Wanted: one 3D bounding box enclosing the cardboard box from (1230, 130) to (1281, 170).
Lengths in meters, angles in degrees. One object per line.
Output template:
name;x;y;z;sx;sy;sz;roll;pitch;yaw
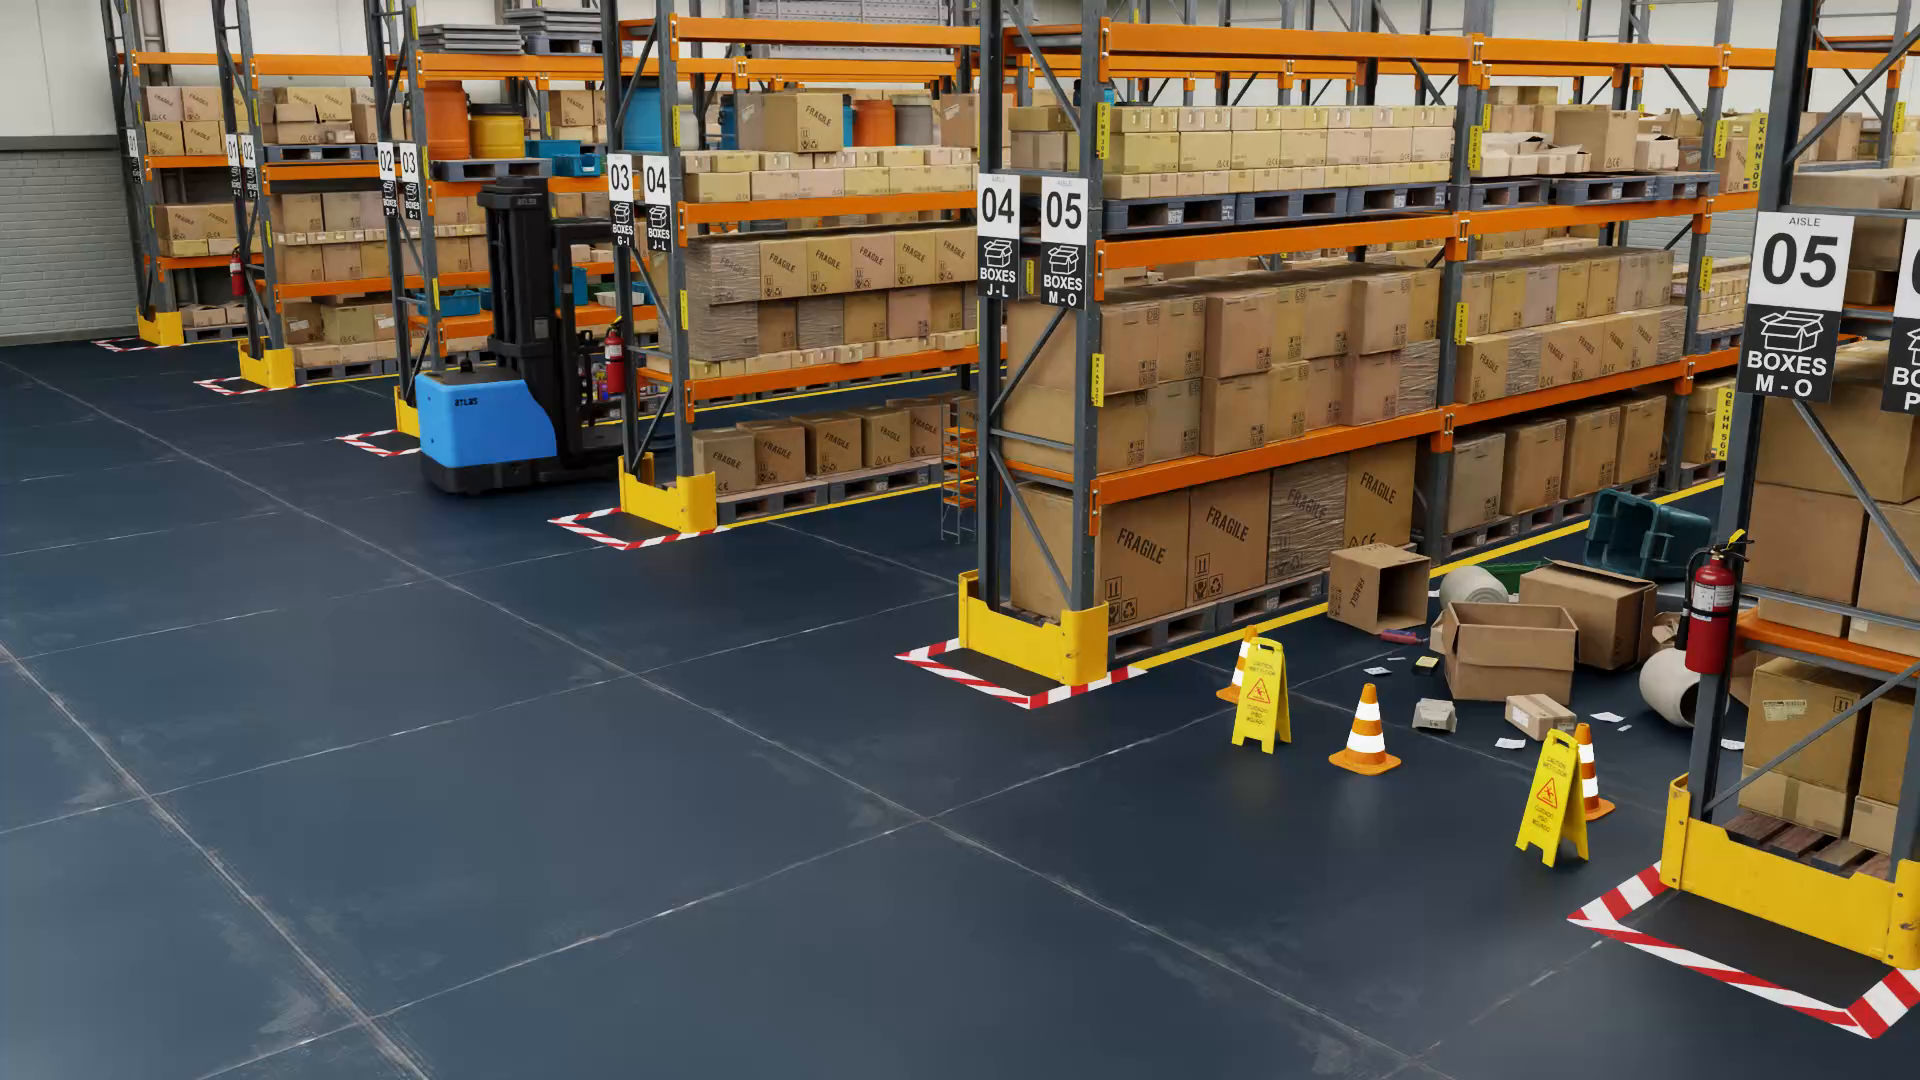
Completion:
cardboard box;1.791;-2.621;11.144;0.500;0.250;0.500;-13;20;-40

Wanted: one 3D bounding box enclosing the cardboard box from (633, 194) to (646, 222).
cardboard box;-5.869;-6.111;30.506;0.500;0.500;0.500;-12;19;-38

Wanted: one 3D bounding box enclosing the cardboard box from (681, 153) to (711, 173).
cardboard box;-2.324;-3.199;14.121;0.250;0.149;0.380;-13;20;-40

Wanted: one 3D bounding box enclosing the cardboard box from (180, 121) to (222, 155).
cardboard box;-11.594;-6.121;25.306;0.500;0.500;0.500;-11;19;-36

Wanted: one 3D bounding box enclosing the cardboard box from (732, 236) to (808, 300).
cardboard box;-1.708;-2.427;14.816;0.500;0.500;0.500;-13;19;-39

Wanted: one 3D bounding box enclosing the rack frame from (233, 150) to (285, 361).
rack frame;-9.184;-3.558;21.756;0.127;3.000;1.000;-13;19;-39

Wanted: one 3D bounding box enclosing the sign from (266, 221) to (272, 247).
sign;-8.824;-3.905;21.226;0.005;0.325;0.100;-13;19;-39

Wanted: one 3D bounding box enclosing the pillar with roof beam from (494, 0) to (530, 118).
pillar with roof beam;-5.126;-7.885;26.332;0.400;9.000;9.100;-13;19;-39

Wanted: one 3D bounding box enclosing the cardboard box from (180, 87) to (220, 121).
cardboard box;-11.577;-6.605;25.181;0.500;0.500;0.500;-13;20;-40

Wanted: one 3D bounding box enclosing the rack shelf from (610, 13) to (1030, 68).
rack shelf;-1.175;-4.517;15.122;4.000;0.370;1.077;-13;19;-39

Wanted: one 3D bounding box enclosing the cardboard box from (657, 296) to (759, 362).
cardboard box;-2.251;-1.908;14.812;0.500;0.500;0.875;-13;19;-39

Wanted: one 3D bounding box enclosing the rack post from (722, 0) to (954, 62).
rack post;-1.489;-6.616;21.192;3.121;1.000;1.013;-13;19;-39

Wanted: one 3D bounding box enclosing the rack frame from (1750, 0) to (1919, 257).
rack frame;3.821;-2.598;6.537;0.127;3.000;1.000;-13;19;-39

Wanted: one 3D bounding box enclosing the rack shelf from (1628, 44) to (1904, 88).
rack shelf;8.039;-4.697;16.567;4.000;0.370;1.077;-13;19;-39

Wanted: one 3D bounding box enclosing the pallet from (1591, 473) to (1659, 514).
pallet;5.887;-0.535;15.843;1.213;0.211;1.003;-13;19;-39

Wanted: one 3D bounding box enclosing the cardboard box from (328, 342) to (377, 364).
cardboard box;-8.259;-2.565;22.555;0.500;0.250;0.500;-13;19;-39

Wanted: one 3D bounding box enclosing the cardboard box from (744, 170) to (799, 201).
cardboard box;-1.766;-3.125;14.615;0.500;0.250;0.500;-13;20;-41

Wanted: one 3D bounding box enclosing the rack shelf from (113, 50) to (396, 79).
rack shelf;-10.930;-7.409;25.952;4.000;0.370;1.077;-13;19;-39

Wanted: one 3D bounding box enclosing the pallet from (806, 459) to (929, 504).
pallet;-1.071;-0.630;16.201;1.213;0.211;1.003;-13;19;-39

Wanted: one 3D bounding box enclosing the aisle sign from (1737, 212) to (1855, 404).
aisle sign;3.584;-1.001;7.148;0.004;0.787;0.394;-13;19;-39

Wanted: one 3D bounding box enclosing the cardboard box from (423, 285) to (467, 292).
cardboard box;-8.877;-4.332;28.646;0.500;0.500;0.700;-12;19;-38

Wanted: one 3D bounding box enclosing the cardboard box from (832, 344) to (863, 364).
cardboard box;-1.117;-1.744;15.454;0.250;0.149;0.380;-13;19;-39

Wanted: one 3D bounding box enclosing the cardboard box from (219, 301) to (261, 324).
cardboard box;-11.428;-3.631;26.389;0.500;0.311;0.500;-11;18;-35

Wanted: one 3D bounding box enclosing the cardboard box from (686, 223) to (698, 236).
cardboard box;-4.404;-4.674;25.741;0.500;0.500;0.500;-14;20;-42

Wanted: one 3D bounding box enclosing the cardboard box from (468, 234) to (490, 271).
cardboard box;-6.891;-4.117;23.655;0.500;0.500;0.700;-13;20;-40

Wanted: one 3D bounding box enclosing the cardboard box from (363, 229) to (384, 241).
cardboard box;-7.969;-4.119;22.408;0.250;0.149;0.380;-14;20;-41

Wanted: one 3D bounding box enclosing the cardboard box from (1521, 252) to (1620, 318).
cardboard box;5.419;-2.285;14.861;0.500;0.500;0.700;-13;20;-40

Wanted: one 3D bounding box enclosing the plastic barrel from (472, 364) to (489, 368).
plastic barrel;-5.489;-1.720;18.884;0.421;0.512;0.421;0;15;0

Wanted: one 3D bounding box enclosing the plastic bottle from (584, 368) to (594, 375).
plastic bottle;-4.525;-1.947;20.151;0.135;0.276;0.152;-13;20;-41

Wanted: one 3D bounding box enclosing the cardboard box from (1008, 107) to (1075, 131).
cardboard box;0.527;-2.733;10.791;0.250;0.149;0.380;-12;19;-39

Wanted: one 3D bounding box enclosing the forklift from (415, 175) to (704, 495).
forklift;-3.788;-2.104;16.446;3.031;2.935;1.130;-9;18;-31

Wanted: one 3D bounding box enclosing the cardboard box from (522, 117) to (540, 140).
cardboard box;-7.442;-7.184;29.281;0.637;0.503;0.797;-9;18;-32

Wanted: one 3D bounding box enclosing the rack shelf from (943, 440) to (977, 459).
rack shelf;-0.011;-0.766;14.036;0.180;0.103;0.258;-13;19;-39

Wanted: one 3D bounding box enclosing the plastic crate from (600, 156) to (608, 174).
plastic crate;-4.287;-4.403;19.519;0.450;0.188;0.336;-13;19;-39

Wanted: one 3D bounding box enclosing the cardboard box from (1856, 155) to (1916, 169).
cardboard box;10.071;-4.082;18.199;0.500;0.250;0.500;-11;19;-37

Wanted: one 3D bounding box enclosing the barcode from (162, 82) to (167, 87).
barcode;-12.231;-7.009;25.573;0.075;0.075;0.001;-13;19;-39

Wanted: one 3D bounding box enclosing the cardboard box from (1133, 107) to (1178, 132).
cardboard box;1.146;-2.647;10.468;0.250;0.149;0.380;-13;19;-39

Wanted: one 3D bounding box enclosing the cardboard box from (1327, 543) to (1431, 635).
cardboard box;3.016;0.346;11.982;0.500;0.500;0.500;-9;17;-30

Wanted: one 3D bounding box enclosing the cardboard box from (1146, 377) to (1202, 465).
cardboard box;1.146;-0.887;11.469;0.550;0.550;0.875;-13;19;-39

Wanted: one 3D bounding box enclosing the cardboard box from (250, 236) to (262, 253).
cardboard box;-11.092;-4.655;26.118;0.500;0.250;0.500;-13;20;-40

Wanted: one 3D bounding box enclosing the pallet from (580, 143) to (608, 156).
pallet;-5.510;-5.744;24.500;1.217;0.209;0.805;-14;20;-42

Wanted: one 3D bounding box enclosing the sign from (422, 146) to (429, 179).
sign;-5.577;-3.938;17.352;0.005;0.325;0.100;-13;19;-39

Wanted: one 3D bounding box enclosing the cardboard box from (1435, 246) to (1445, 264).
cardboard box;6.195;-3.577;21.636;0.500;0.500;0.500;-13;19;-39

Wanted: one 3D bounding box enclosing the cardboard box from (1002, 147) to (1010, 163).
cardboard box;0.278;-3.764;16.235;0.250;0.149;0.380;-12;19;-38

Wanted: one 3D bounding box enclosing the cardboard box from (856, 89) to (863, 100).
cardboard box;-2.281;-8.699;33.022;0.500;0.500;0.500;-13;20;-40

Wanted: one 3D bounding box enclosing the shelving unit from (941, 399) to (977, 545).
shelving unit;-0.011;-0.577;14.086;0.189;1.200;0.258;-13;19;-39

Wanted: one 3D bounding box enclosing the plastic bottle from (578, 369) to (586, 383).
plastic bottle;-4.559;-1.906;19.985;0.133;0.283;0.061;-13;19;-39

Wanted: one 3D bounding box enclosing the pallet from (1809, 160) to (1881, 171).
pallet;9.013;-3.953;17.789;1.003;0.211;1.213;-13;19;-39

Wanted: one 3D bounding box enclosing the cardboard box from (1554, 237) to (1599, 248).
cardboard box;8.812;-4.191;23.840;0.500;0.250;0.500;-13;20;-40

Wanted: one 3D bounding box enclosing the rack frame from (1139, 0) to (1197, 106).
rack frame;3.117;-7.524;24.980;0.127;3.000;1.000;-13;19;-39

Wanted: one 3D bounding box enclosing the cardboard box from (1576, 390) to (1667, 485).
cardboard box;6.012;-1.031;15.844;0.750;0.750;1.050;-13;20;-40

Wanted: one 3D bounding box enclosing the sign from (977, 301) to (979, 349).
sign;0.150;-1.428;11.079;0.005;0.325;0.100;-13;19;-39

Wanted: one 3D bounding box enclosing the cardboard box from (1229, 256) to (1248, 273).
cardboard box;2.970;-3.136;19.169;0.500;0.500;0.500;13;20;40

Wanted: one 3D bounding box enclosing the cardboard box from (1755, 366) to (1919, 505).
cardboard box;4.063;-0.503;7.614;0.500;0.500;0.700;-13;20;-41

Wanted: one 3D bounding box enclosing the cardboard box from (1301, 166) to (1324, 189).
cardboard box;2.298;-2.520;11.538;0.250;0.149;0.380;-13;20;-40

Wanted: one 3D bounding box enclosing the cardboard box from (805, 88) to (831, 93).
cardboard box;-2.431;-7.053;26.897;0.500;0.500;0.500;-13;19;-39
